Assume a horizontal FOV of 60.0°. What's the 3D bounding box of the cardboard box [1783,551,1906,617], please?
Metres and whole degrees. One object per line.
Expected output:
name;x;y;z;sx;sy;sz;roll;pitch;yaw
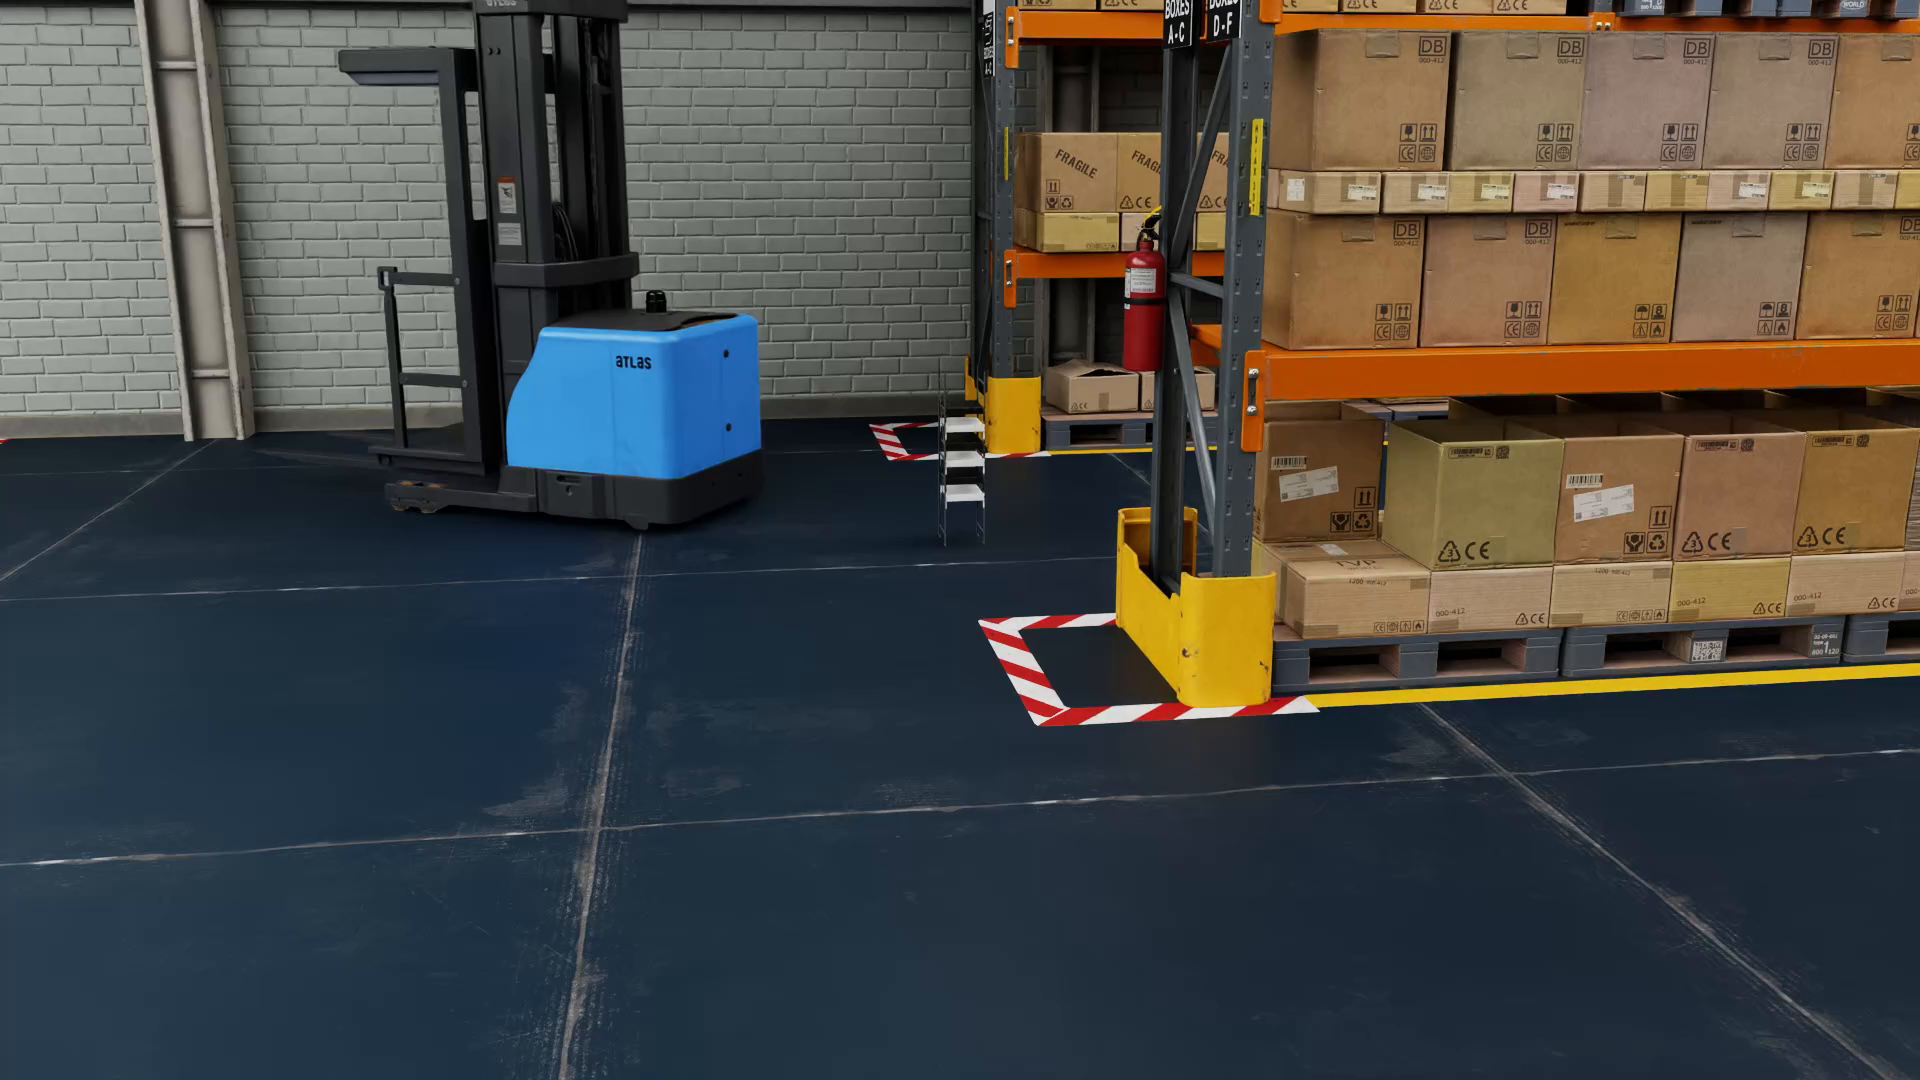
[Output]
cardboard box;3.494;0.120;6.866;0.500;0.250;0.500;-2;14;-8

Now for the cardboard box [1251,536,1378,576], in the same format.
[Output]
cardboard box;1.439;0.068;7.075;0.500;0.250;0.500;-2;14;-8

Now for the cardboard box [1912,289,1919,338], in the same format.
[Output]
cardboard box;3.949;-1.127;6.844;0.500;0.500;0.700;-2;14;-9

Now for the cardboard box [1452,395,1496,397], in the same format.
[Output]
cardboard box;3.641;-1.121;11.945;0.250;0.166;0.380;-4;15;-16

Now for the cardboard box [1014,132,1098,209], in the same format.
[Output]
cardboard box;0.645;-2.532;11.378;0.500;0.500;0.500;-2;14;-9

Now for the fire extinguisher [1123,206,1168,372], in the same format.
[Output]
fire extinguisher;0.766;-1.042;6.869;0.183;0.674;0.296;-2;14;-8

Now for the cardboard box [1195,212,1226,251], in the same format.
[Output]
cardboard box;1.756;-2.081;11.120;0.500;0.250;0.500;-2;14;-9

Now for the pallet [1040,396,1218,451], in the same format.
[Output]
pallet;1.094;-0.834;11.615;1.213;0.211;1.003;-2;14;-8

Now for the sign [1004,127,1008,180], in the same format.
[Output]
sign;0.292;-2.453;10.556;0.005;0.325;0.100;-2;14;-8

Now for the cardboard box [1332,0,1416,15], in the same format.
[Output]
cardboard box;2.659;-3.699;10.893;0.500;0.500;0.500;-3;14;-11

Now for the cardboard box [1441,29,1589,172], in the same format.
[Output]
cardboard box;1.987;-1.686;6.405;0.500;0.500;0.700;-2;14;-10

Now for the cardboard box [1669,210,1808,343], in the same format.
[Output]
cardboard box;2.946;-1.091;6.700;0.500;0.500;0.700;-2;14;-7

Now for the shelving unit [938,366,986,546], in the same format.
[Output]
shelving unit;0.008;-0.437;8.614;0.210;0.900;0.258;-2;14;-8

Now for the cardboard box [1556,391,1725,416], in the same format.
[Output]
cardboard box;2.920;-0.354;7.215;0.500;0.500;0.500;-2;14;-8

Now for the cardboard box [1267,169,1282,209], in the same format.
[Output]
cardboard box;1.302;-1.395;6.578;0.250;0.149;0.380;-2;14;-9

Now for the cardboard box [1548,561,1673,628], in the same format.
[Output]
cardboard box;2.504;0.155;6.726;0.500;0.250;0.500;-2;14;-8

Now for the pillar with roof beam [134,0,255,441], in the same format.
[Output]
pillar with roof beam;-4.518;-4.054;6.387;0.400;9.000;9.100;-2;14;-8

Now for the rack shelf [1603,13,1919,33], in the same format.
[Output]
rack shelf;6.144;-3.487;11.771;4.000;0.370;1.077;-2;14;-8

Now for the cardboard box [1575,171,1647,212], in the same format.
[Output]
cardboard box;2.393;-1.335;6.341;0.250;0.149;0.380;-3;14;-10

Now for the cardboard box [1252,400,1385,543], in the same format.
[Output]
cardboard box;1.438;-0.297;6.986;0.500;0.500;0.500;-2;14;-8

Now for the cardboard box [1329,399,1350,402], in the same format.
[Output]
cardboard box;2.581;-1.086;11.841;0.250;0.149;0.380;-3;14;-13

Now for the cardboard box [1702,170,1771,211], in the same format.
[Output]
cardboard box;2.893;-1.353;6.411;0.250;0.149;0.380;-2;14;-8

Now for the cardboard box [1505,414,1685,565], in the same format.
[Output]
cardboard box;2.502;-0.211;6.646;0.500;0.500;0.500;-2;14;-8

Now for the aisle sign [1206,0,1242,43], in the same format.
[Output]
aisle sign;0.933;-2.157;5.811;0.004;0.787;0.394;-2;14;-8

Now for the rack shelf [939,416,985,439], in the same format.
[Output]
rack shelf;0.008;-0.579;8.578;0.200;0.077;0.258;-2;14;-8

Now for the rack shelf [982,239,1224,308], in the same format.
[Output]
rack shelf;2.188;-1.887;11.558;4.000;0.370;1.077;-2;14;-8

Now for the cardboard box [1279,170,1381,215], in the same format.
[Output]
cardboard box;1.372;-1.297;6.190;0.250;0.149;0.380;-2;14;-9

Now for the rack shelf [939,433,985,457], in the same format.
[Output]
rack shelf;0.008;-0.492;8.600;0.200;0.077;0.258;-2;14;-8

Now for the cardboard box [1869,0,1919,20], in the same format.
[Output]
cardboard box;6.826;-3.943;11.859;0.637;0.503;0.797;0;14;0

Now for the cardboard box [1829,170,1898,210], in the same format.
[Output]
cardboard box;3.415;-1.373;6.491;0.250;0.149;0.380;-2;14;-7

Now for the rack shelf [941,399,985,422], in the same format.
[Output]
rack shelf;0.008;-0.666;8.556;0.200;0.077;0.258;-2;14;-8

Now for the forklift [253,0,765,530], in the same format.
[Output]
forklift;-2.696;-1.680;9.395;3.031;2.935;1.130;5;15;21

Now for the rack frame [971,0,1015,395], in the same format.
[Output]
rack frame;0.211;-2.163;11.182;0.127;3.000;1.000;-2;14;-8

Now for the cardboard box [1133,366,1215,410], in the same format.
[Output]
cardboard box;1.472;-1.097;11.551;0.500;0.311;0.500;-1;14;-4

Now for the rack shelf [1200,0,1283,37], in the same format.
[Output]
rack shelf;2.930;-2.150;6.442;4.000;0.370;1.077;-2;14;-8

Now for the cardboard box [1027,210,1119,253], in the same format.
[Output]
cardboard box;0.741;-2.042;10.963;0.500;0.250;0.500;-3;14;-10

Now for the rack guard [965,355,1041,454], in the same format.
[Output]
rack guard;0.286;-0.954;11.497;0.348;0.500;1.175;-2;14;-8

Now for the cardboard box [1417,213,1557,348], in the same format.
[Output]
cardboard box;1.934;-1.054;6.554;0.500;0.500;0.700;-2;14;-7

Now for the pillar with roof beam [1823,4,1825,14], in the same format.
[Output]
pillar with roof beam;7.348;-4.489;8.121;0.400;9.000;9.100;-2;14;-8

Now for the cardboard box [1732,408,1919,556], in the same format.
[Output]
cardboard box;3.492;-0.247;6.787;0.500;0.500;0.500;-2;14;-8

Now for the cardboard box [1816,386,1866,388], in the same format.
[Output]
cardboard box;6.403;-1.400;12.372;0.500;0.500;0.700;-2;14;-9

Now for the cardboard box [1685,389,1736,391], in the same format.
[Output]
cardboard box;5.395;-1.371;12.255;0.500;0.500;0.700;-2;14;-9

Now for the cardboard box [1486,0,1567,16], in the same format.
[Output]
cardboard box;3.701;-3.744;11.070;0.500;0.500;0.500;-2;14;-7

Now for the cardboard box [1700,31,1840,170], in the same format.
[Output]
cardboard box;2.981;-1.722;6.551;0.500;0.500;0.700;-2;14;-8

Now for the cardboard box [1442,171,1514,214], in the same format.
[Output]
cardboard box;1.880;-1.316;6.265;0.250;0.149;0.380;-2;14;-8

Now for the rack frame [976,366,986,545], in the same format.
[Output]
rack frame;0.109;-0.440;8.628;0.006;0.900;0.240;-2;14;-8

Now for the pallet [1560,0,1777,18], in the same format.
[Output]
pallet;4.792;-3.669;11.405;1.003;0.211;1.213;-2;14;-8

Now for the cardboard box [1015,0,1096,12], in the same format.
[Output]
cardboard box;0.579;-3.628;10.611;0.500;0.500;0.500;-2;14;-7

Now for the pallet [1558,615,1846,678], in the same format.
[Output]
pallet;2.906;0.299;7.094;1.213;0.211;1.003;-2;14;-8

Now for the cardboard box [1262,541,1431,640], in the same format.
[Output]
cardboard box;1.516;0.192;6.578;0.500;0.250;0.500;-2;14;-8

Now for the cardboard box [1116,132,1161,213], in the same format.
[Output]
cardboard box;1.218;-2.425;10.949;0.500;0.500;0.500;-2;14;-8

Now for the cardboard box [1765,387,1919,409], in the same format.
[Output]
cardboard box;3.909;-0.389;7.354;0.500;0.500;0.500;-2;14;-8
